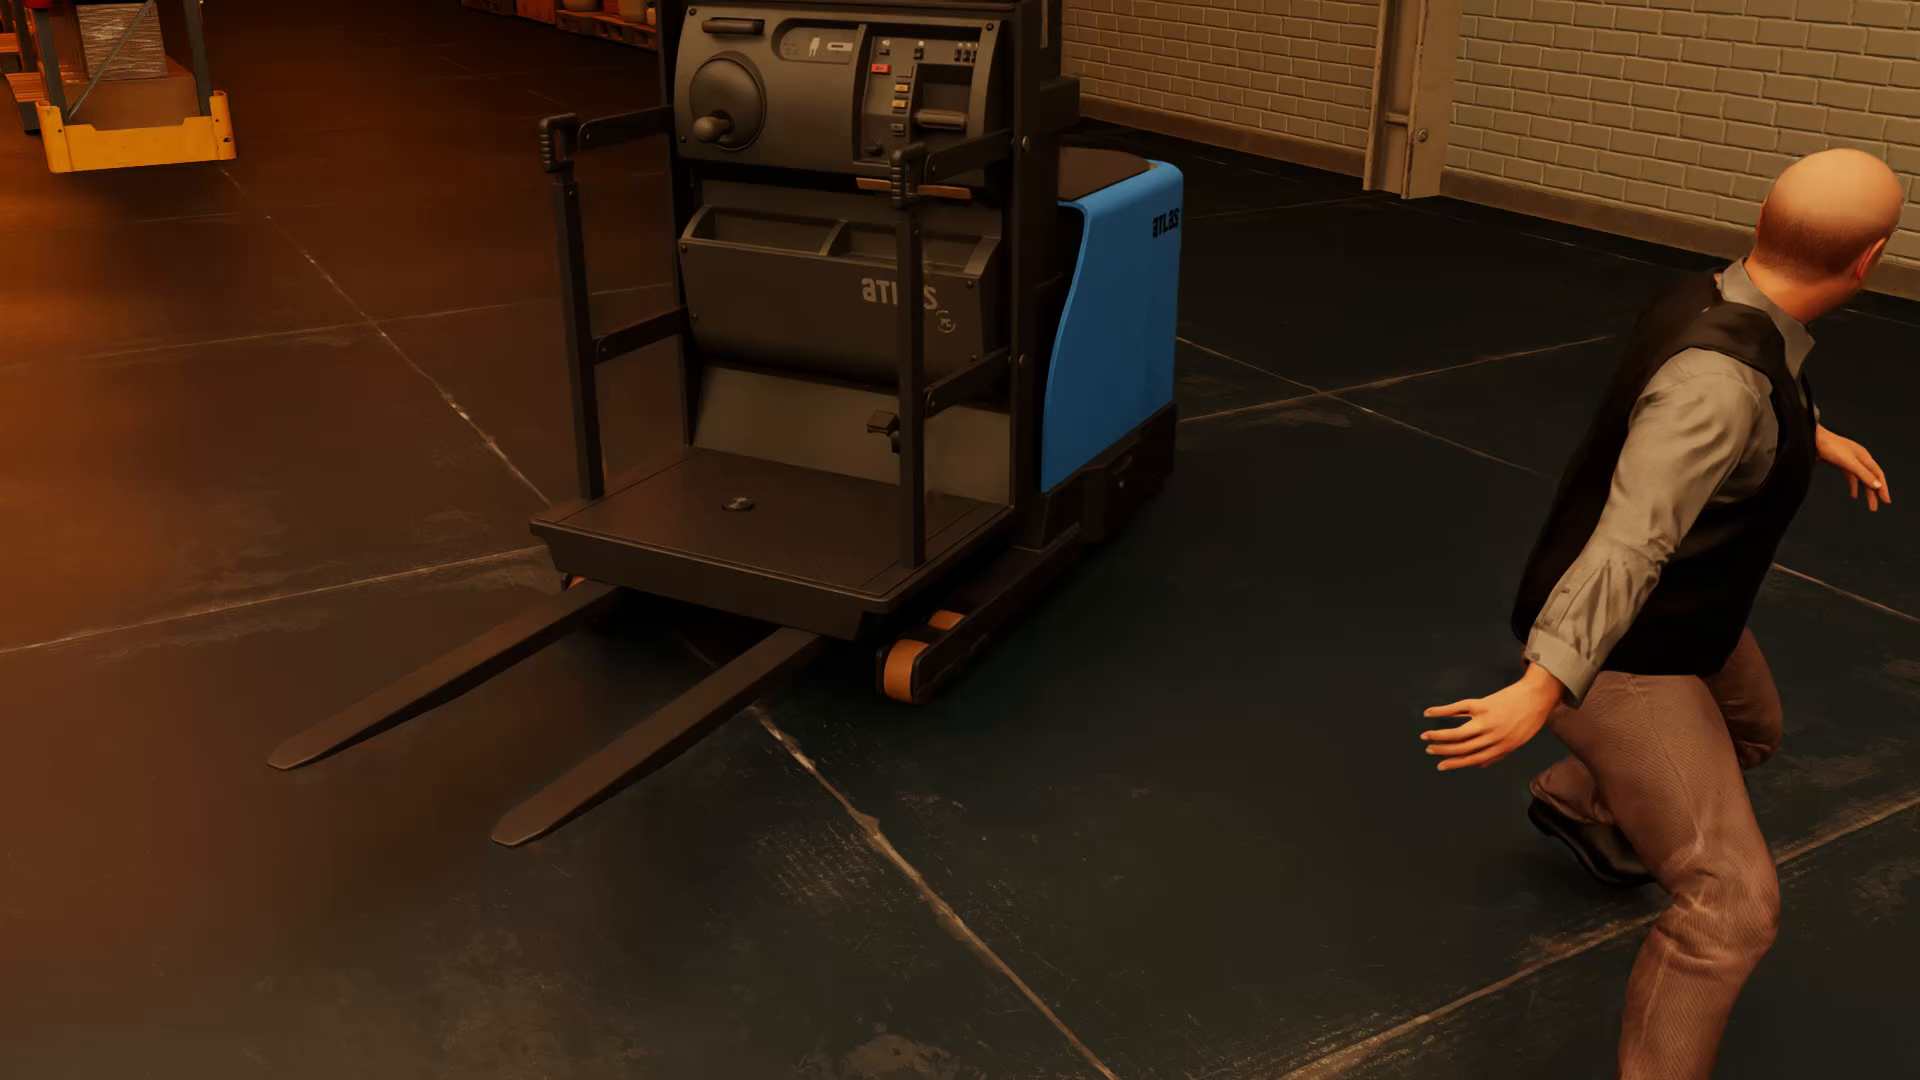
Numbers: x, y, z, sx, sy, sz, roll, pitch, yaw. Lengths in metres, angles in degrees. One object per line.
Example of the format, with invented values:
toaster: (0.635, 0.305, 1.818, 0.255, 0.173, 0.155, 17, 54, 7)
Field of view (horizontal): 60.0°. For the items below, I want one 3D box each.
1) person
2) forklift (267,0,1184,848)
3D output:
person: (1.152, 0.210, 2.693, 0.547, 1.665, 1.117, 13, 26, 28)
forklift: (-0.425, -1.138, 4.047, 1.130, 2.935, 3.031, 11, 25, 26)
